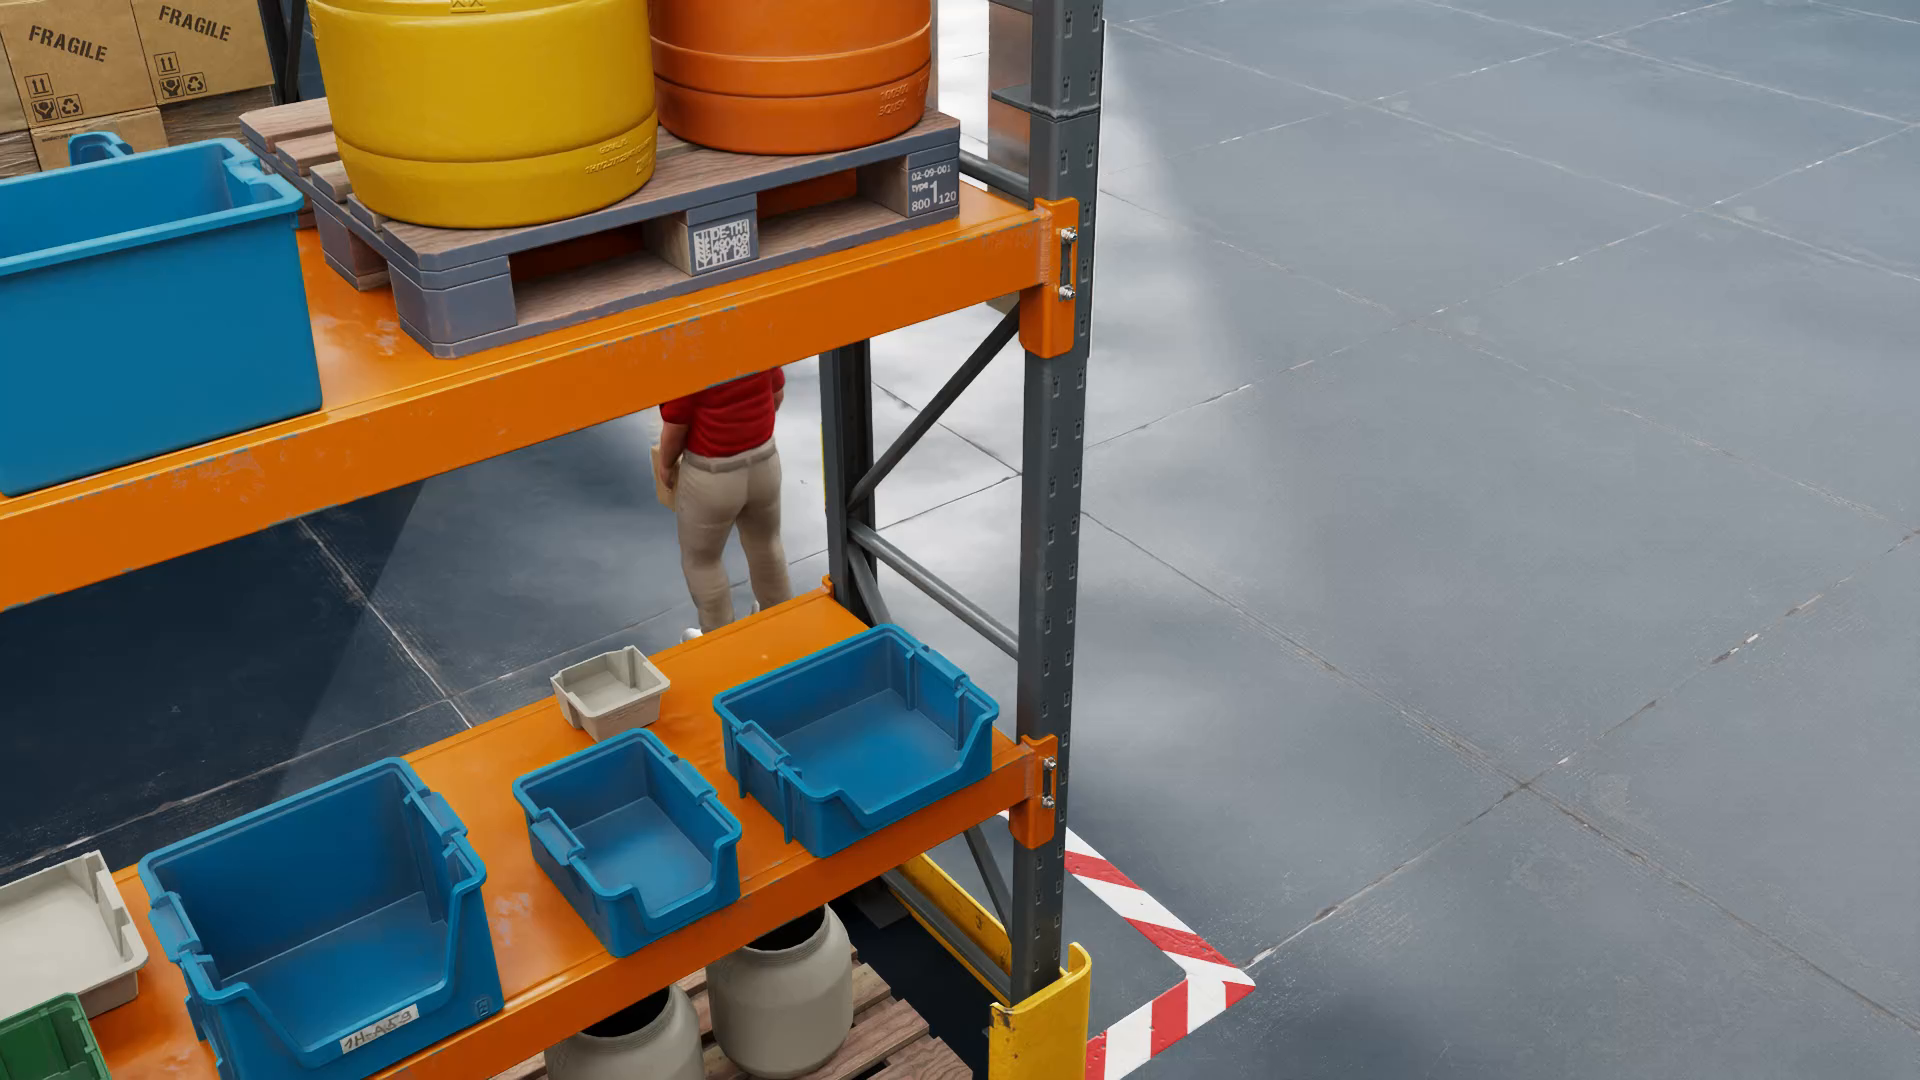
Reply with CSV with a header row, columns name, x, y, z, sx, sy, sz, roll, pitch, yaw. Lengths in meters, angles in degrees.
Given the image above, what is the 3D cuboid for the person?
name,x,y,z,sx,sy,sz,roll,pitch,yaw
person,-0.940,-0.282,6.595,0.543,1.733,0.418,-23,39,-32
